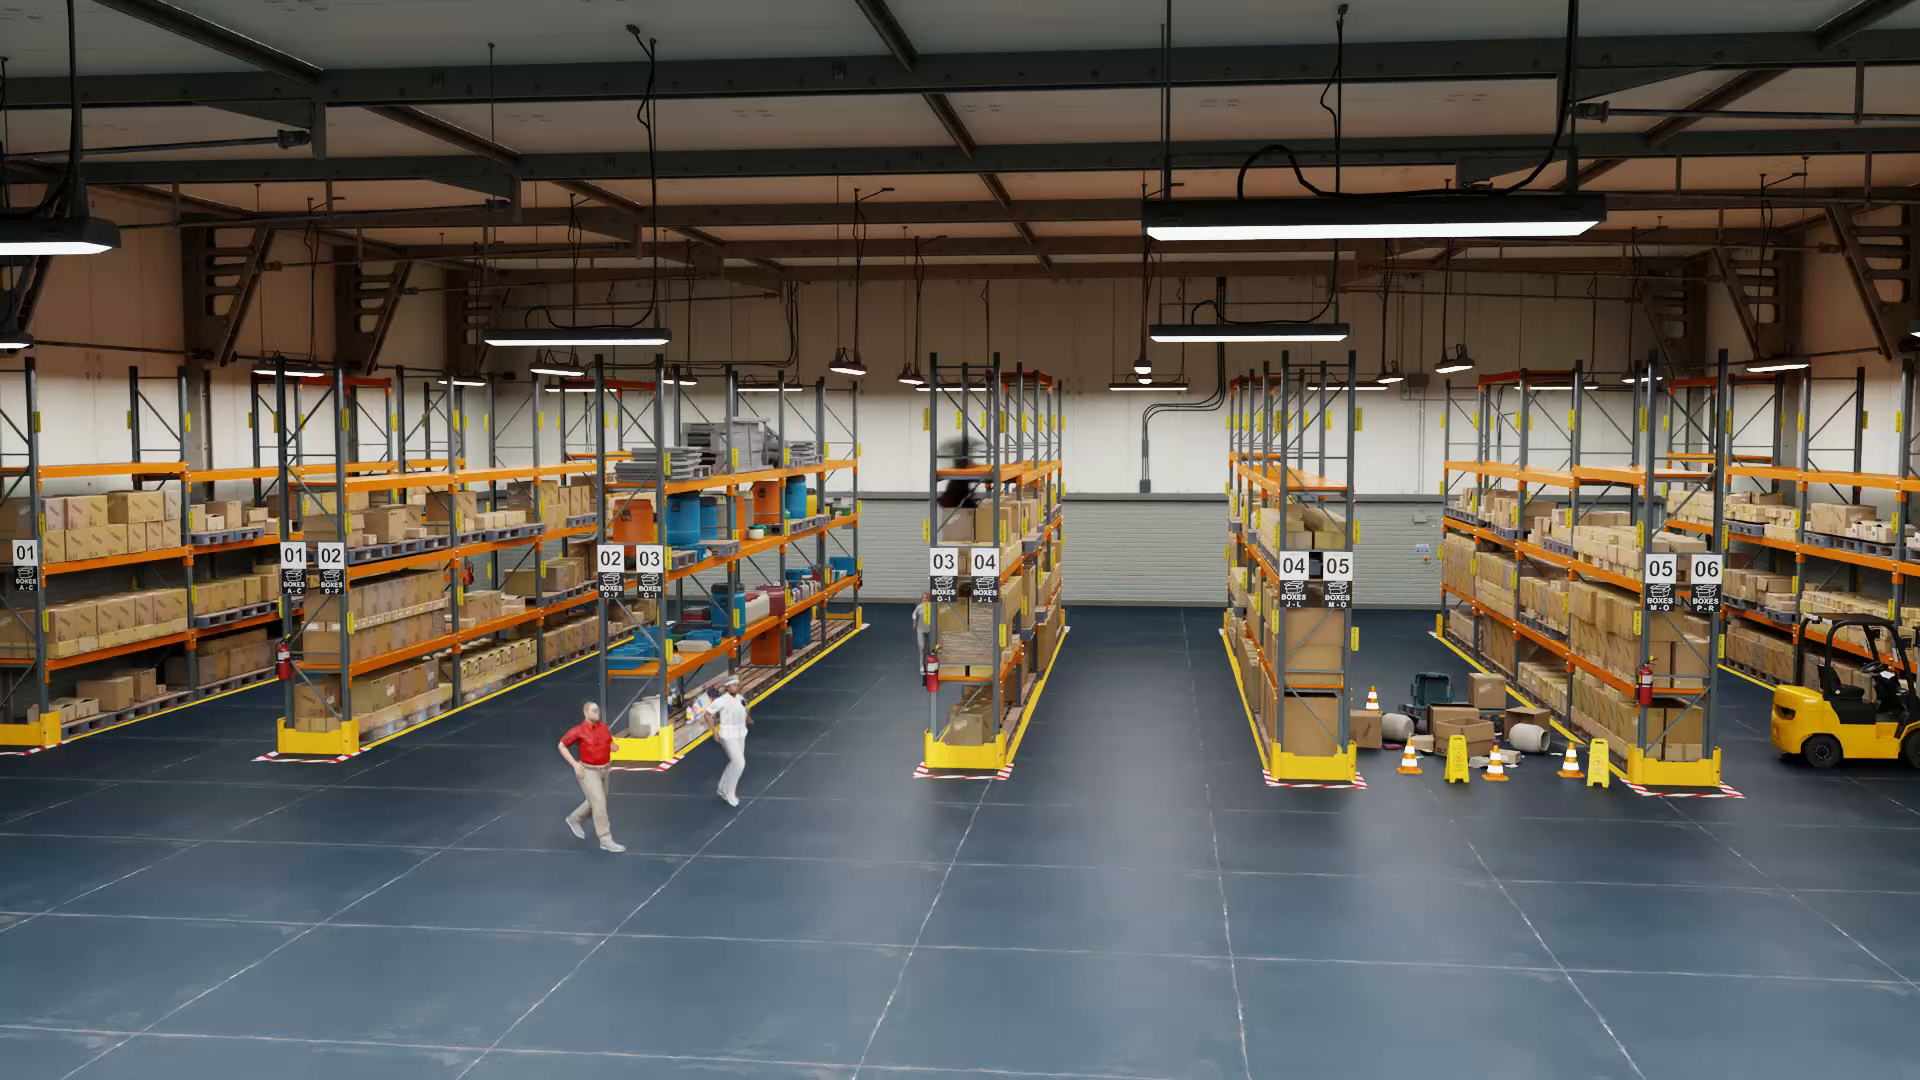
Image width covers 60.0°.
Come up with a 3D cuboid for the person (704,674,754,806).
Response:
[{"bbox_3d":[-2.972,2.623,21.820,0.710,1.721,0.551,3,5,37],"label":"person"}]

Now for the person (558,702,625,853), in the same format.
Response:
[{"bbox_3d":[-4.298,2.750,19.482,0.991,1.693,0.665,2,5,28],"label":"person"}]

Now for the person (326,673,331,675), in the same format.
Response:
[{"bbox_3d":[-11.533,2.004,30.601,0.599,1.657,0.562,0,4,-7],"label":"person"}]

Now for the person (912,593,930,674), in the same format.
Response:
[{"bbox_3d":[-0.691,1.839,33.178,0.538,1.586,0.893,0,4,2],"label":"person"}]

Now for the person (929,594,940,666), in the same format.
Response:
[{"bbox_3d":[-0.423,1.705,34.336,0.716,1.737,0.836,0,4,-1],"label":"person"}]
